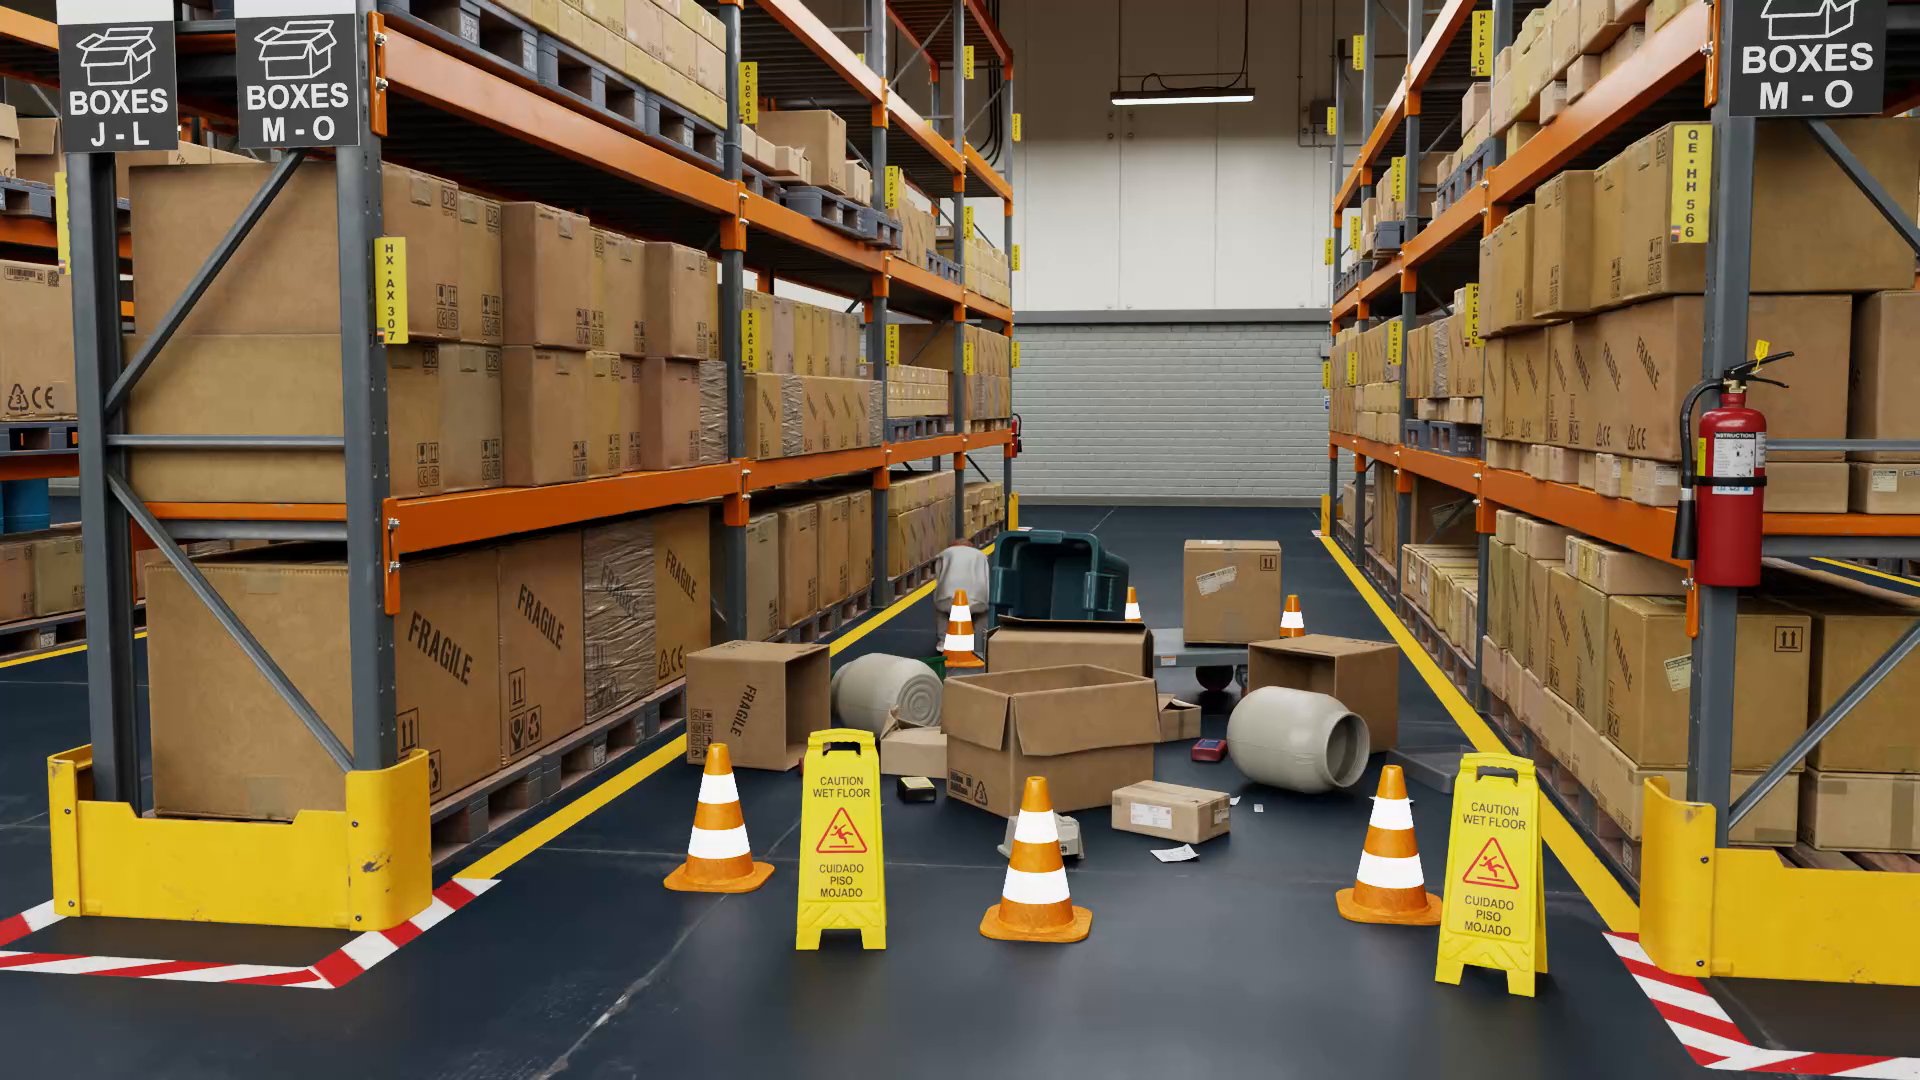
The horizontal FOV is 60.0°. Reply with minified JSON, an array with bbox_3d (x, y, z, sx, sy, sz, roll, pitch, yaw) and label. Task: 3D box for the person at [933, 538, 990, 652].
[{"bbox_3d":[0.026,0.413,11.017,0.433,0.759,0.829,1,5,7],"label":"person"}]
